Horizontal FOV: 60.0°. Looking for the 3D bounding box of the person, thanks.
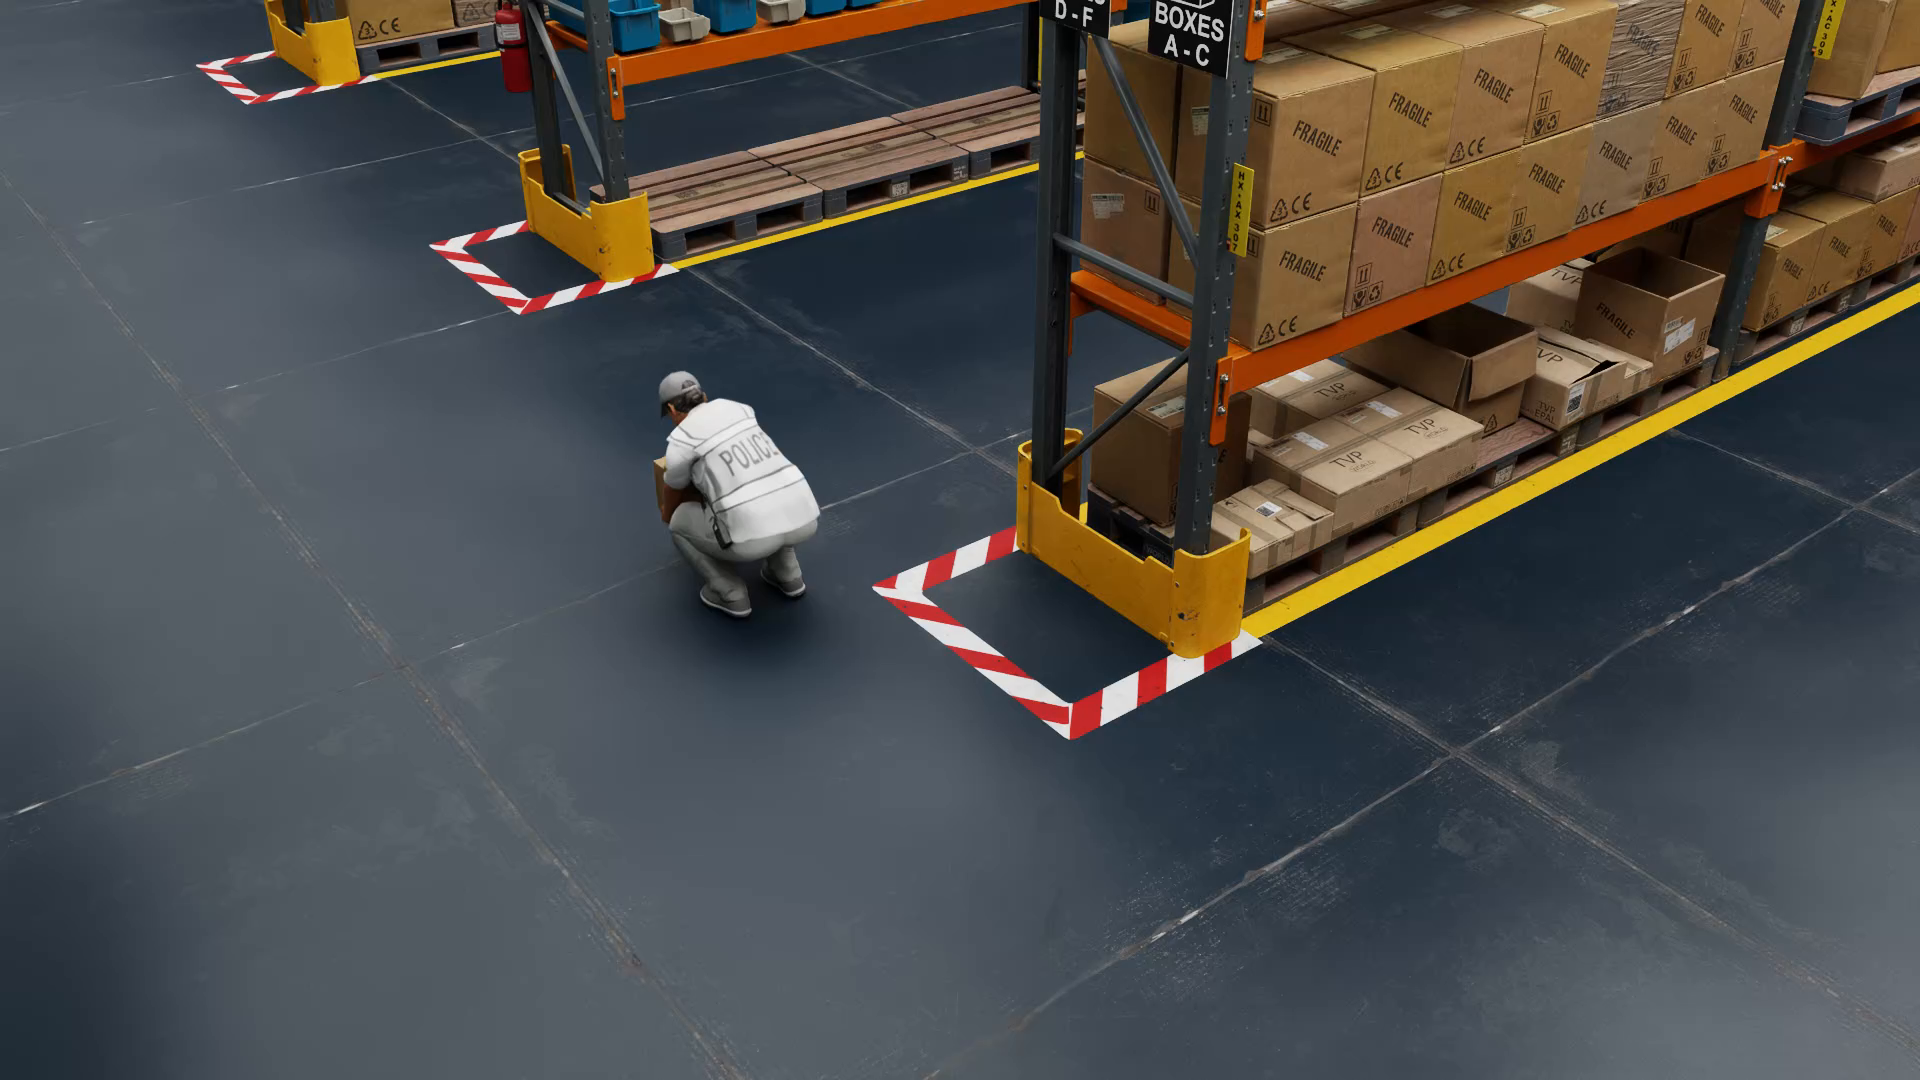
[{"bbox_3d":[-0.984,-0.207,7.143,0.515,0.953,0.865,-23,39,-32],"label":"person"}]
